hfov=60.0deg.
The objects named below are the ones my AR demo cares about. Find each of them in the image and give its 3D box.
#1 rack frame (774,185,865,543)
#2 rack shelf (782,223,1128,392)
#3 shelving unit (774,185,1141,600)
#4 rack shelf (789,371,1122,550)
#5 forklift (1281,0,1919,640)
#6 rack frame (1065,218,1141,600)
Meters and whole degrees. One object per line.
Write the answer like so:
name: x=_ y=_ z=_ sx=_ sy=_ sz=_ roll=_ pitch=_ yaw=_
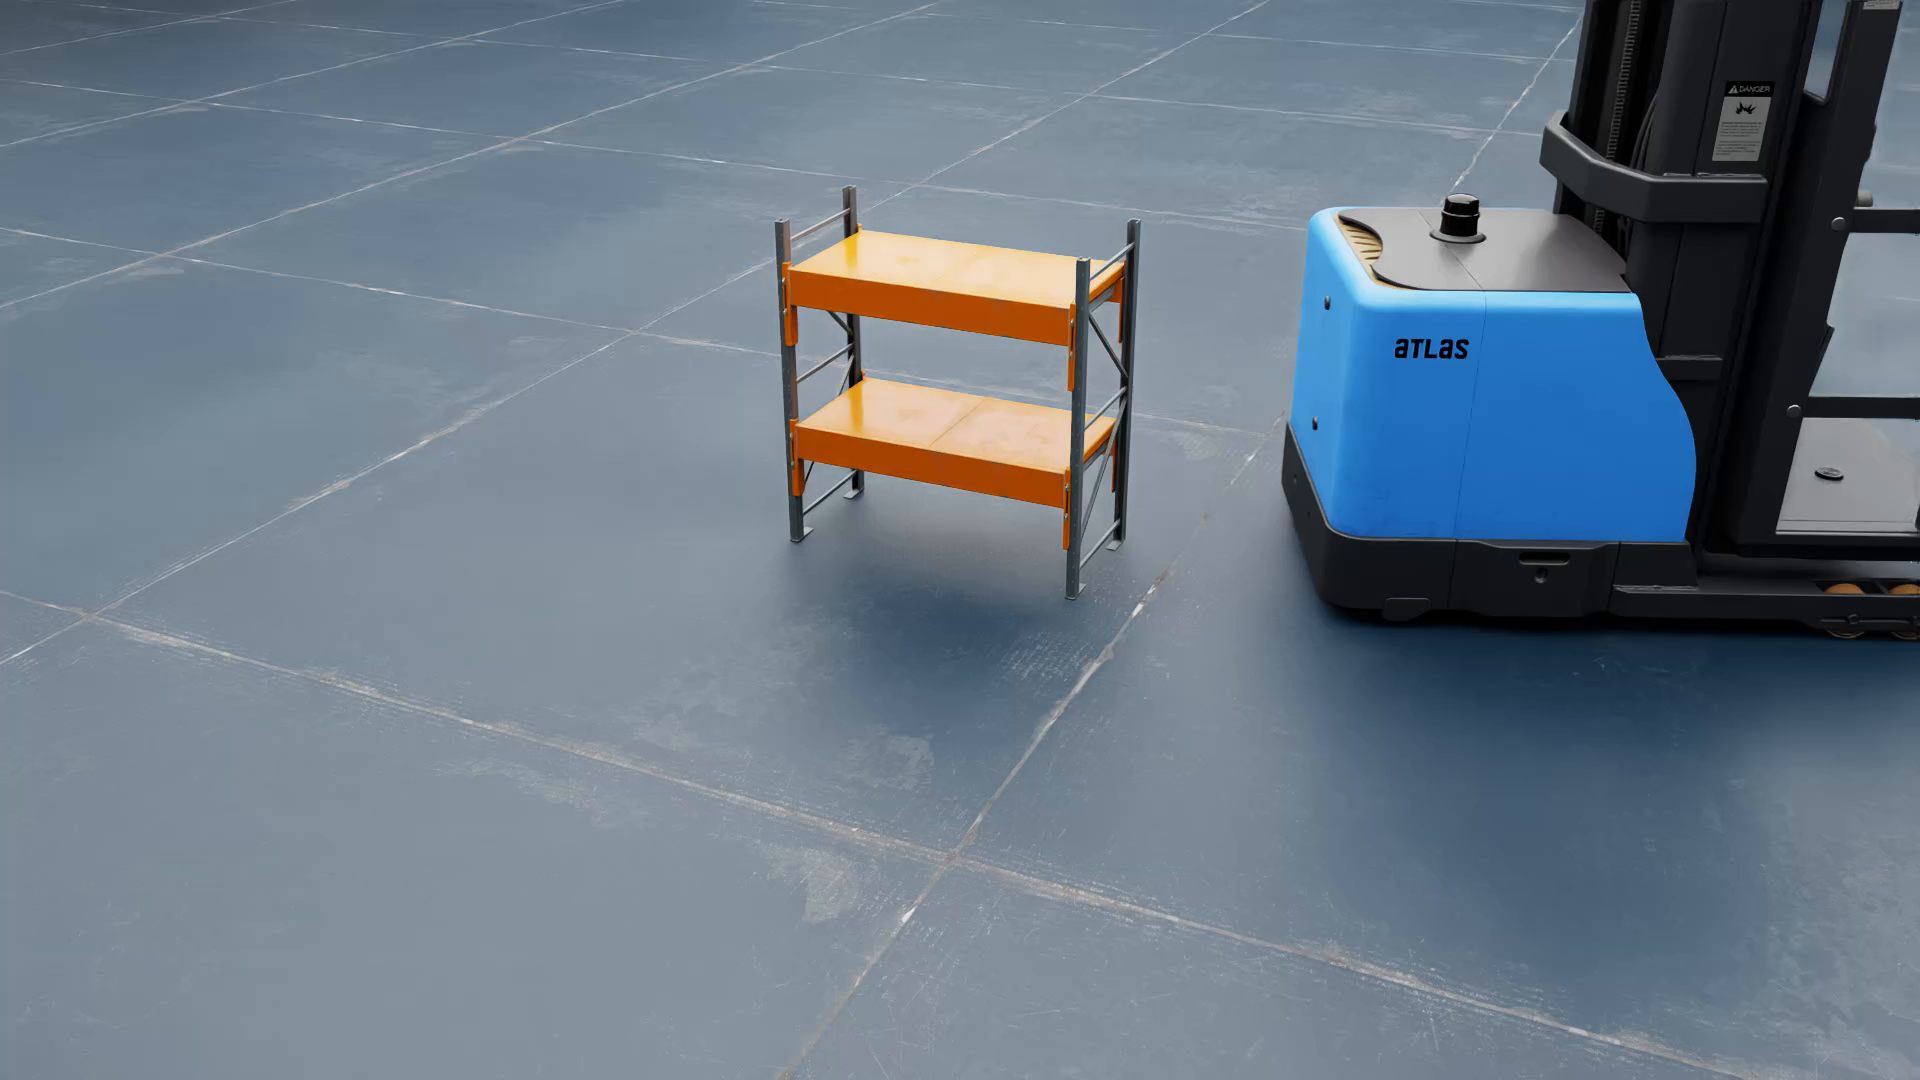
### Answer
rack frame: x=-0.469 y=-0.599 z=5.693 sx=0.032 sy=1.125 sz=0.500 roll=11 pitch=28 yaw=22
rack shelf: x=-0.006 y=-0.768 z=5.375 sx=1.000 sy=0.278 sz=0.538 roll=11 pitch=28 yaw=22
shelving unit: x=-0.006 y=-0.506 z=5.504 sx=1.048 sy=1.125 sz=0.538 roll=11 pitch=28 yaw=22
rack shelf: x=-0.006 y=-0.287 z=5.612 sx=1.000 sy=0.278 sz=0.538 roll=11 pitch=28 yaw=22
forklift: x=2.660 y=-1.248 z=4.967 sx=3.031 sy=2.935 sz=1.130 roll=1 pitch=26 yaw=2
rack frame: x=0.457 y=-0.413 z=5.315 sx=0.032 sy=1.125 sz=0.500 roll=11 pitch=28 yaw=22
